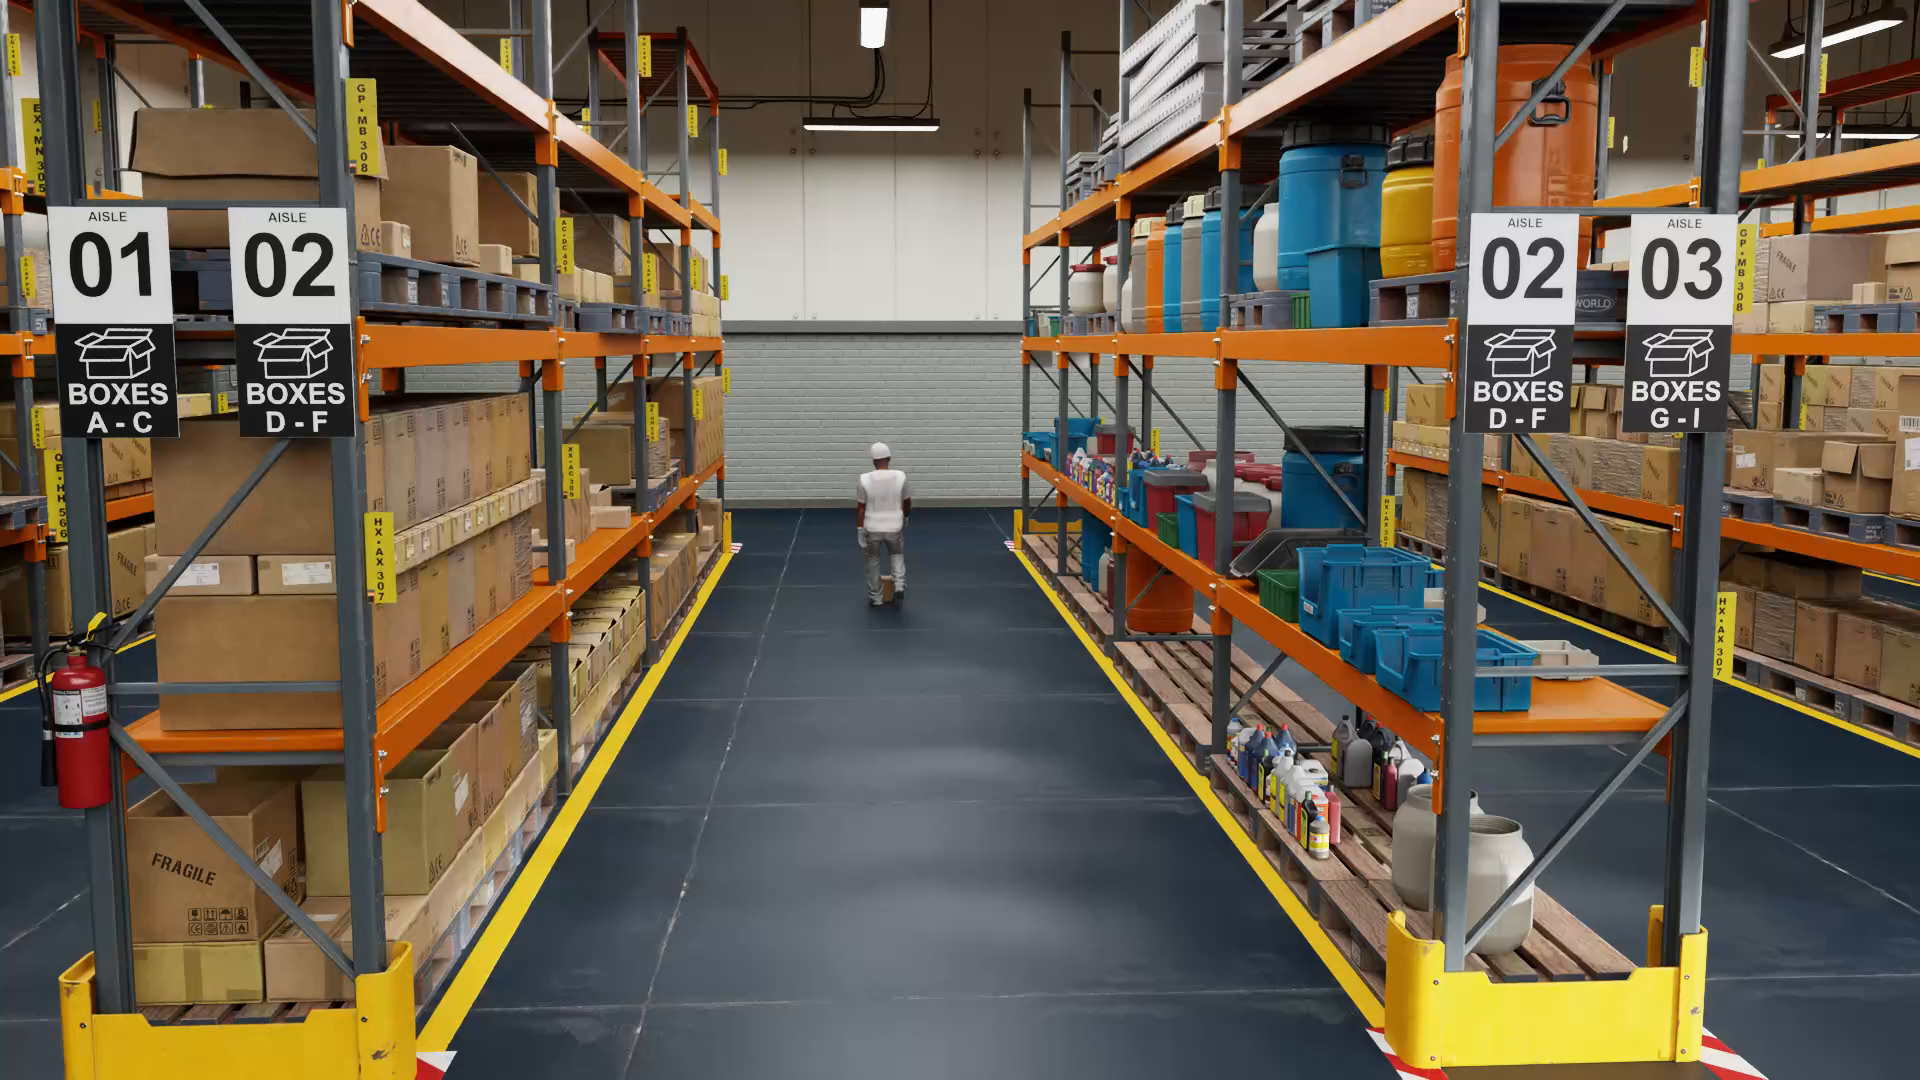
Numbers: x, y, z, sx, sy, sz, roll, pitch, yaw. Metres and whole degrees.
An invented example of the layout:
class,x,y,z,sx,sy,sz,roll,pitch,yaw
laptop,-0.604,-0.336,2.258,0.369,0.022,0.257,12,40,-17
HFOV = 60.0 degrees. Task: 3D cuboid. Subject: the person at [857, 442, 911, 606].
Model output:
class,x,y,z,sx,sy,sz,roll,pitch,yaw
person,-0.803,-0.159,17.284,0.576,1.728,0.630,-1,7,-9
